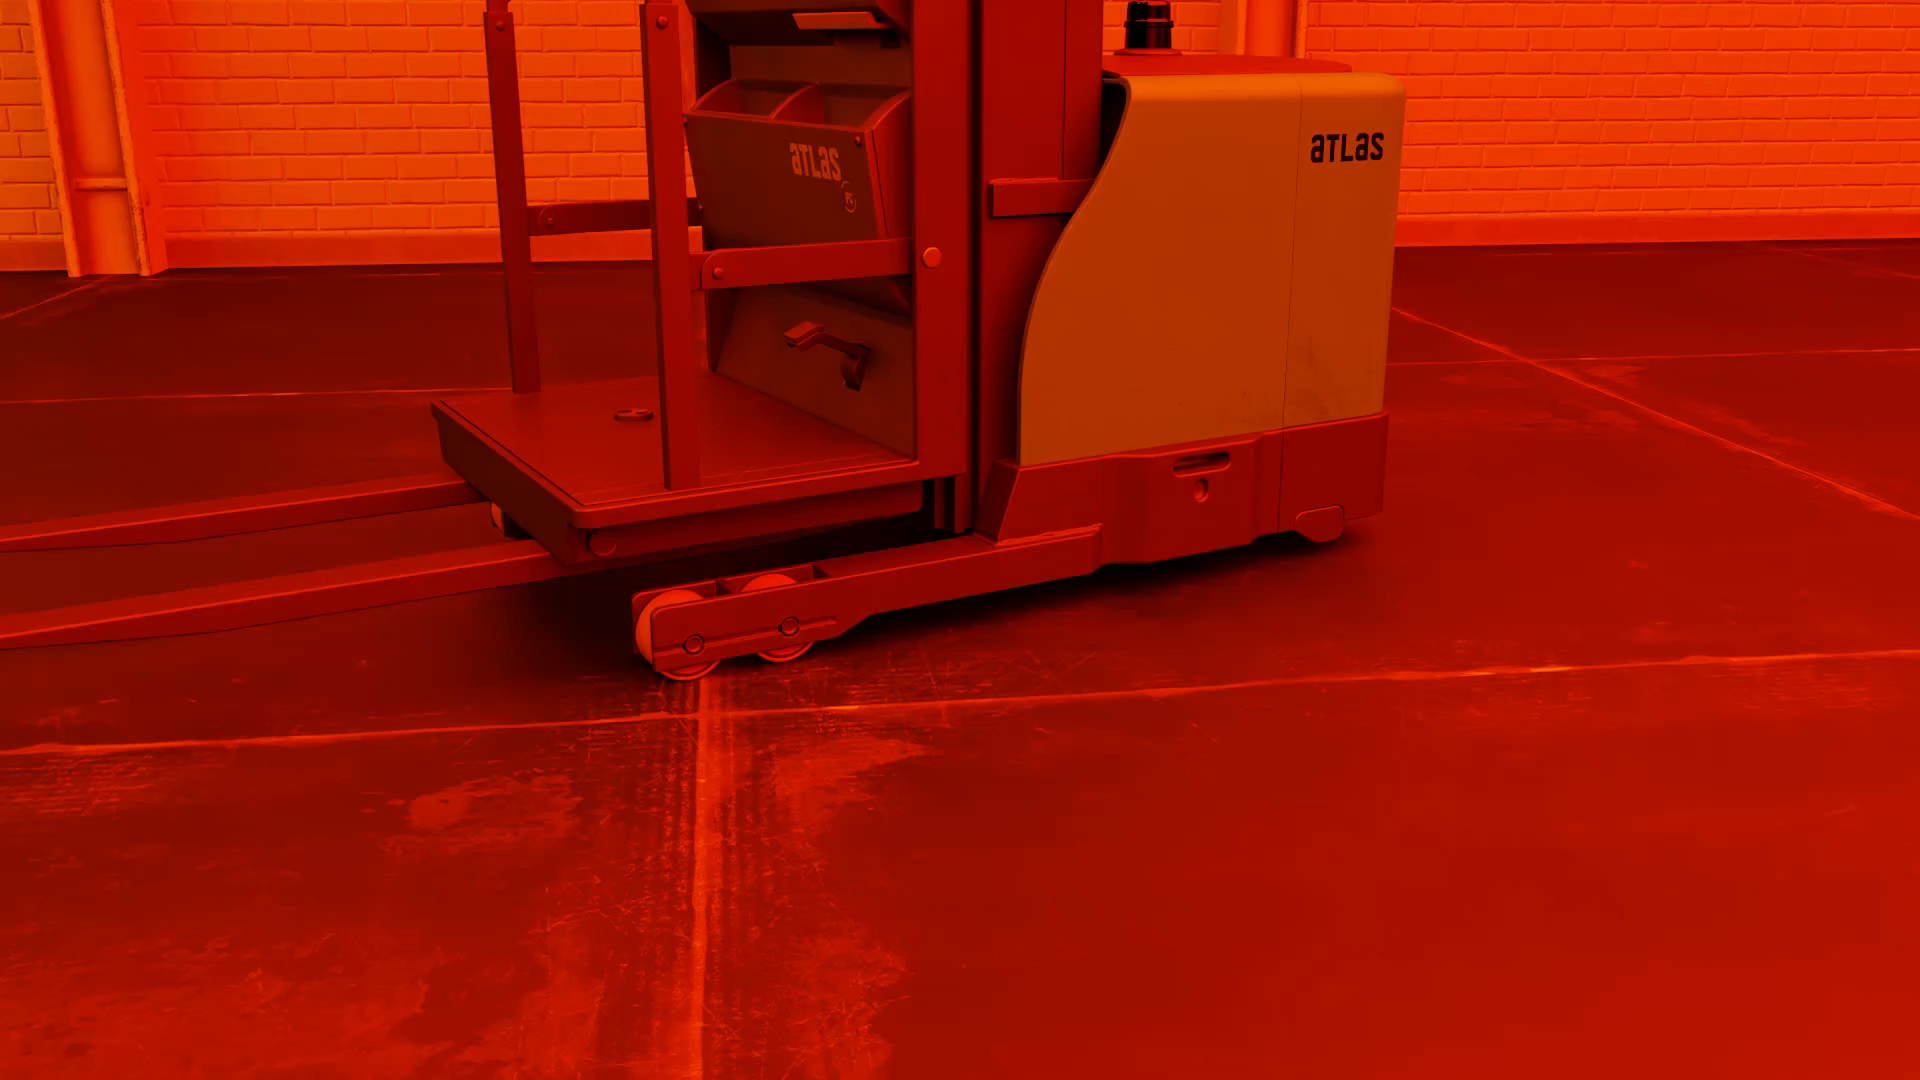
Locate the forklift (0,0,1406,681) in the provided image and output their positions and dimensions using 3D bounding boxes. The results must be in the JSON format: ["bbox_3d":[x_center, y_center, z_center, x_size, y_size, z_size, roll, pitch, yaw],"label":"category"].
[{"bbox_3d":[-0.526,-1.315,3.251,3.031,2.935,1.130,-10,19,-29],"label":"forklift"}]

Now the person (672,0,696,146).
[{"bbox_3d":[-0.713,-1.344,5.634,0.475,1.597,0.520,-5,18,-17],"label":"person"}]
